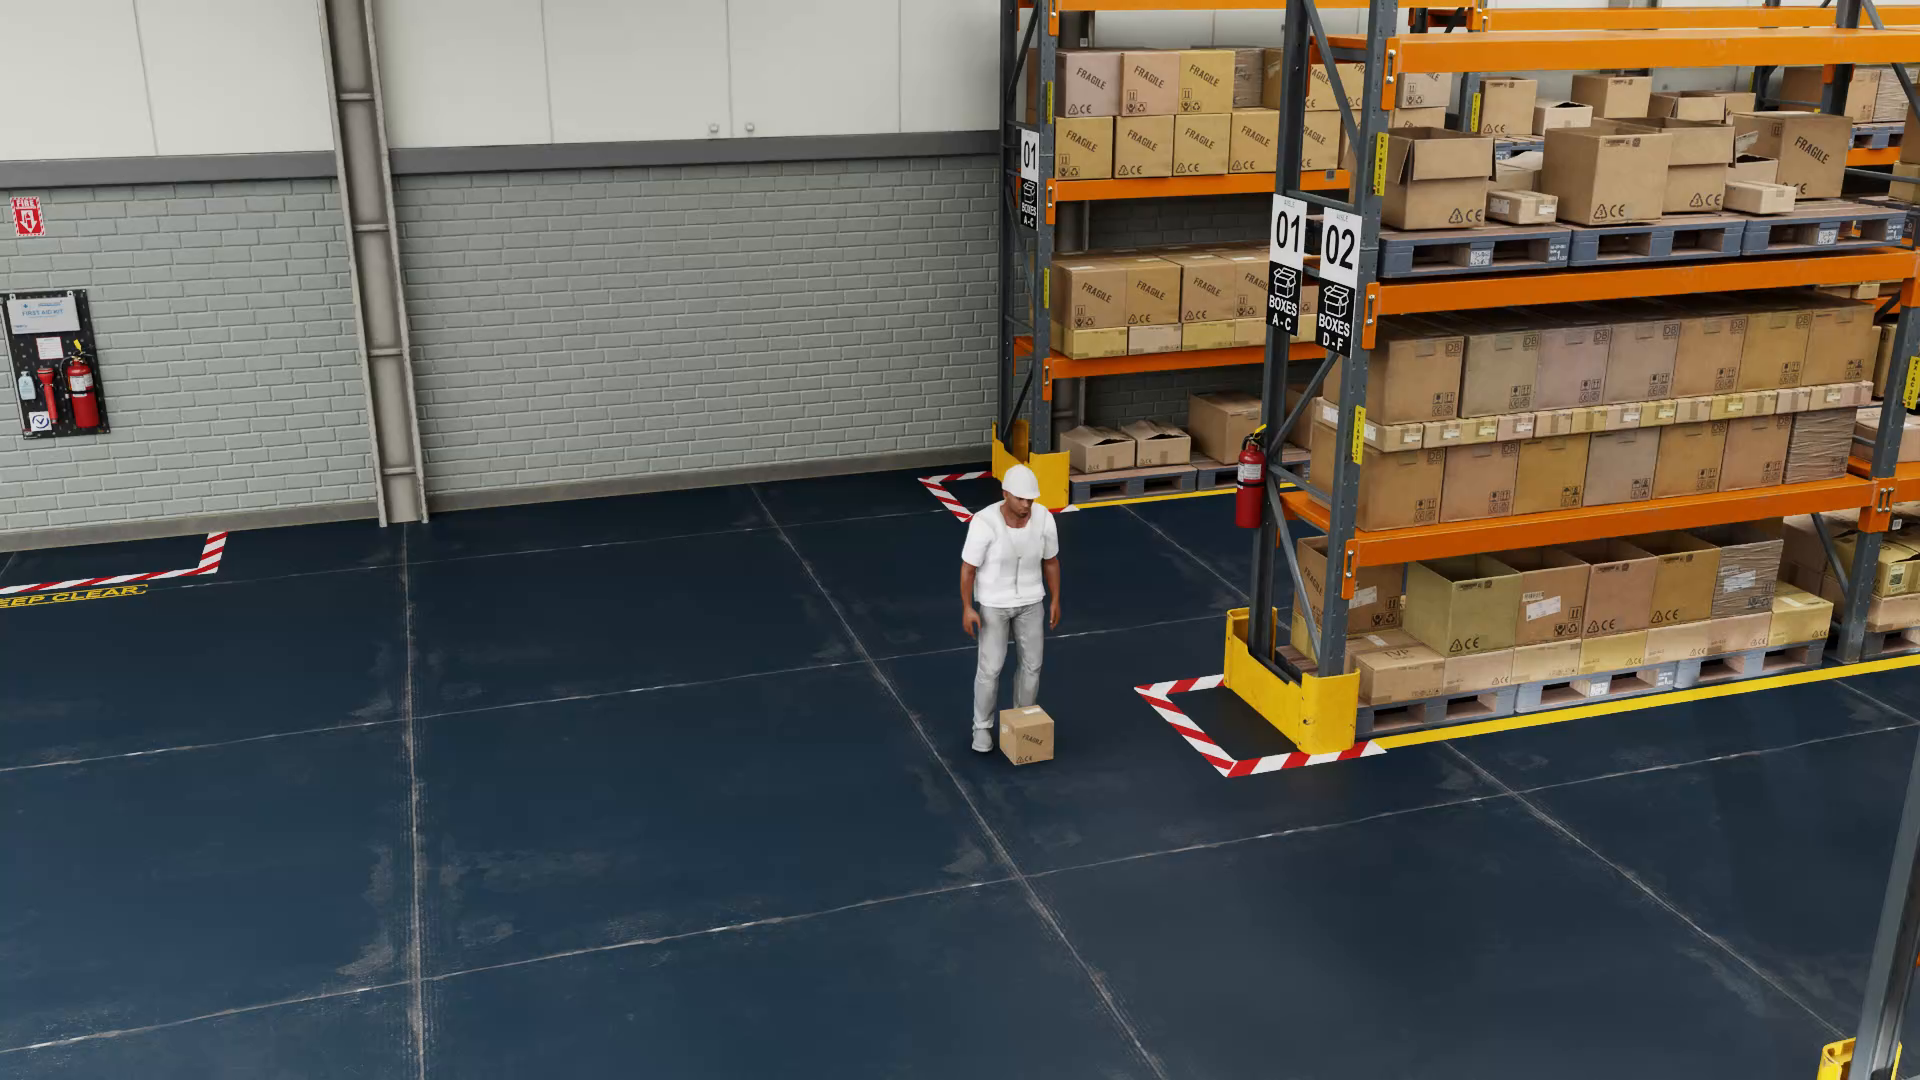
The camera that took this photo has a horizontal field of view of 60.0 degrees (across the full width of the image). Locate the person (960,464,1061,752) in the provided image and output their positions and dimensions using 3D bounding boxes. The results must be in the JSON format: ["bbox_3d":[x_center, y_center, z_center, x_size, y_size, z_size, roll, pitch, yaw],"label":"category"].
[{"bbox_3d":[0.310,0.386,9.923,0.628,1.760,0.459,-6,20,-17],"label":"person"}]
